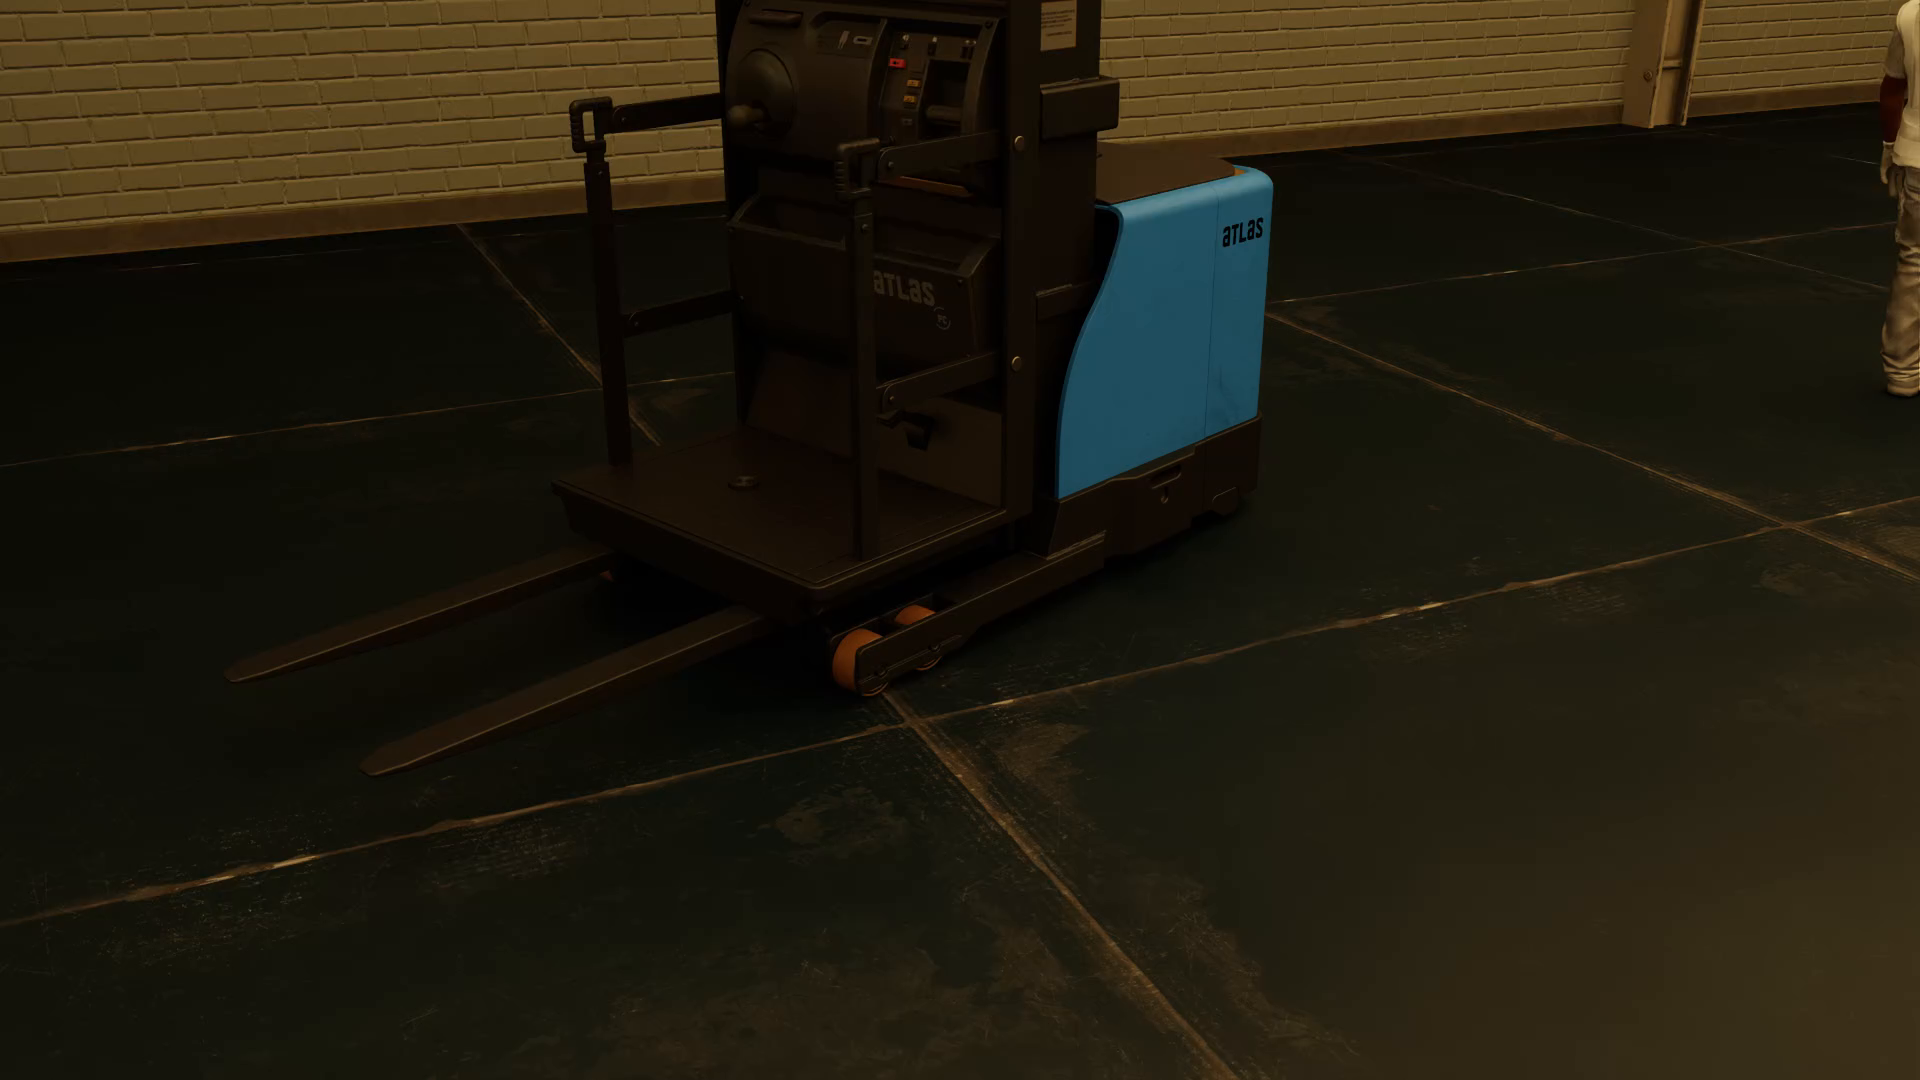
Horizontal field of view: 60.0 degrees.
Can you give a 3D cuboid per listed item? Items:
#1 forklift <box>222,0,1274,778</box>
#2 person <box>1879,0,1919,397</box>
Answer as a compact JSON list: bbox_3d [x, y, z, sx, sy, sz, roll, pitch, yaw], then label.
[{"bbox_3d":[-0.413,-1.182,4.131,1.130,2.935,3.031,19,29,39],"label":"forklift"},{"bbox_3d":[3.735,-1.400,6.135,0.577,1.782,0.656,-10,25,-23],"label":"person"}]
